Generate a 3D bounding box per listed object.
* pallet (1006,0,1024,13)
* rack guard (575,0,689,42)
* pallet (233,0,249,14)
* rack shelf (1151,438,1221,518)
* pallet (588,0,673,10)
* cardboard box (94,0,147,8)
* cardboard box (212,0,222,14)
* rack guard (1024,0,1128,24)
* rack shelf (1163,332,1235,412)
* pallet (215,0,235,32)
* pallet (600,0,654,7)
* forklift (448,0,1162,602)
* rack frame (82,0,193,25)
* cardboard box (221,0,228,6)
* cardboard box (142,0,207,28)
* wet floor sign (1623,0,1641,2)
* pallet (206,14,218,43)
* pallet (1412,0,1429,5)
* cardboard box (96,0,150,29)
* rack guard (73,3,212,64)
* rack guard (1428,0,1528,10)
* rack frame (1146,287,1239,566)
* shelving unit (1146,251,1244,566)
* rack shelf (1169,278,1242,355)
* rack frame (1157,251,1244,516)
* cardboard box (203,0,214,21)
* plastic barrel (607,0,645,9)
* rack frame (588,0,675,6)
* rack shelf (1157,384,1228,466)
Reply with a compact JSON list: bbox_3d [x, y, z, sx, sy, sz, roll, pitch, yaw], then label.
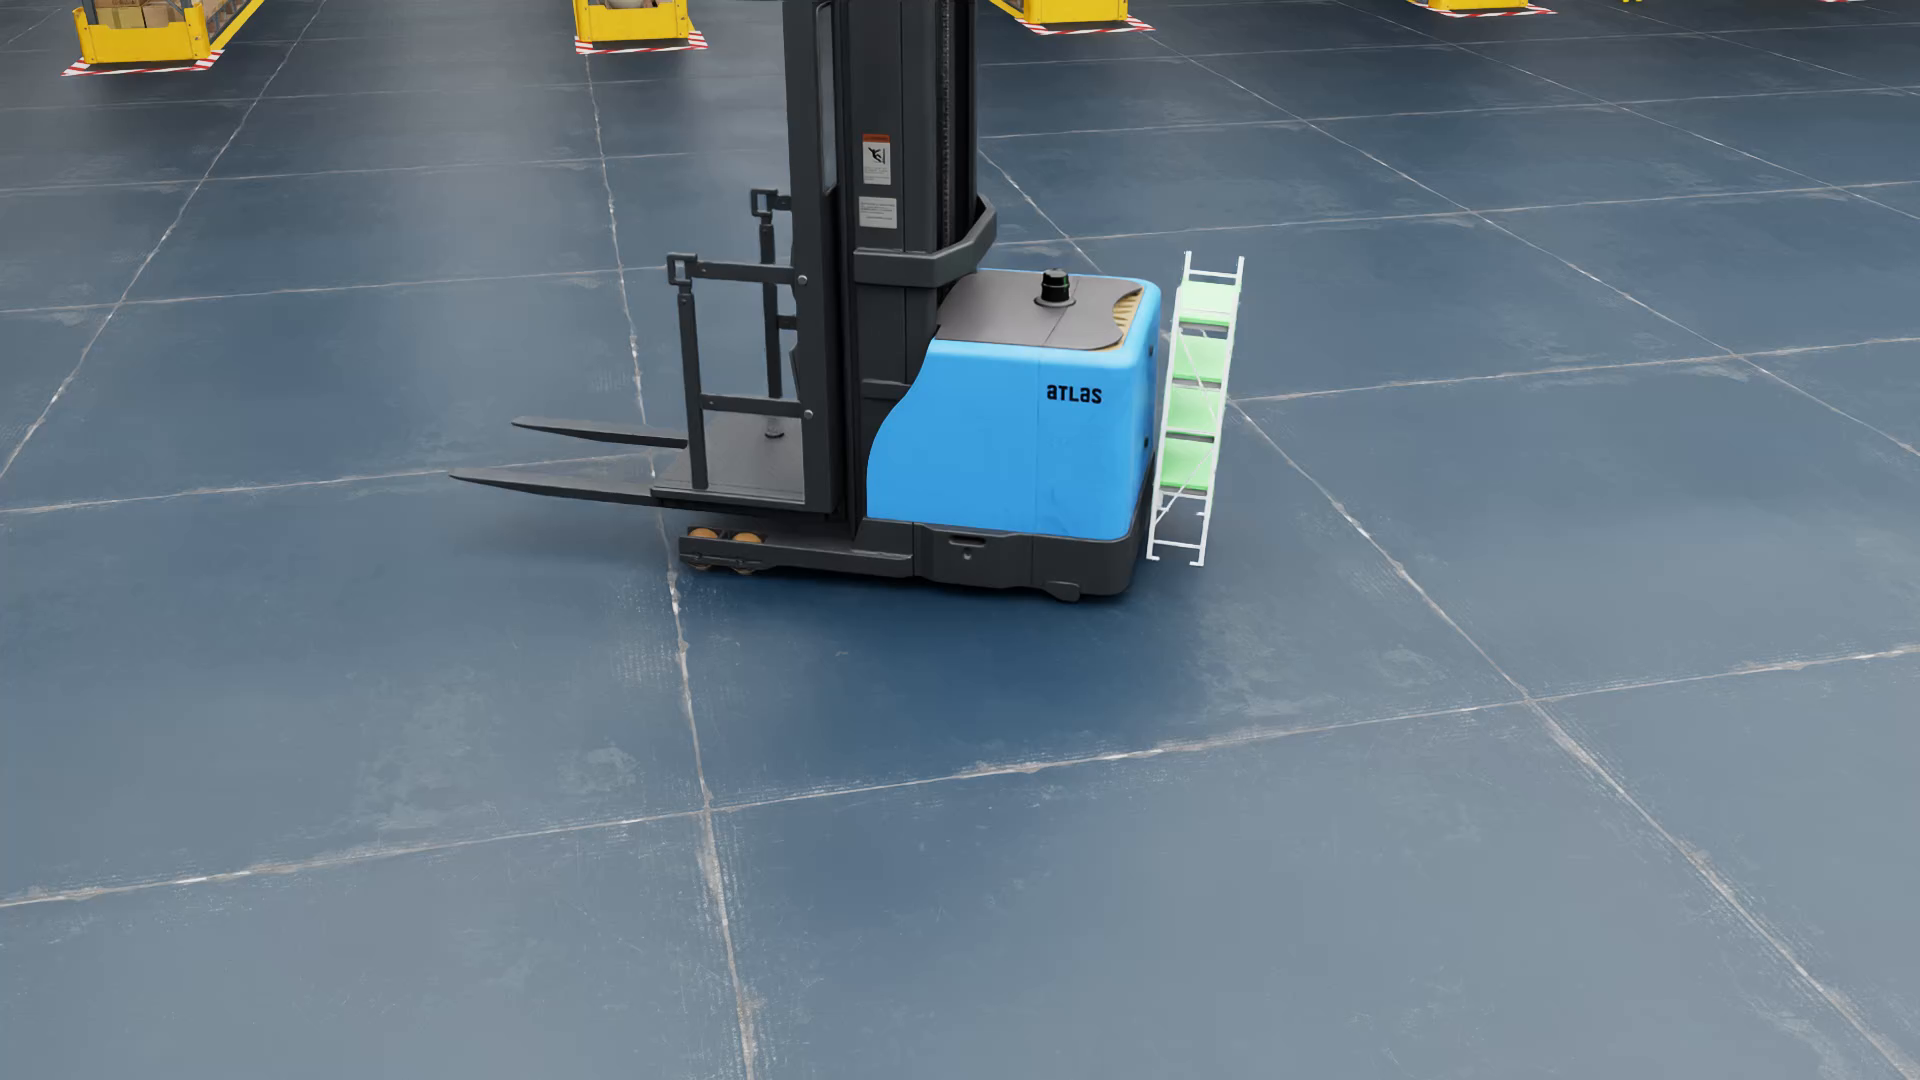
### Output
[{"bbox_3d":[1.177,-6.436,19.767,1.003,0.211,1.213,-6,27,-12],"label":"pallet"},{"bbox_3d":[-3.546,-5.697,17.982,1.175,0.500,0.348,-6,27,-12],"label":"rack guard"},{"bbox_3d":[-9.073,-6.441,19.776,1.003,0.211,1.213,-6,27,-12],"label":"pallet"},{"bbox_3d":[0.972,-0.279,7.131,0.258,0.148,0.480,8,28,9],"label":"rack shelf"},{"bbox_3d":[-3.724,-5.925,18.755,1.003,0.211,1.213,-6,27,-12],"label":"pallet"},{"bbox_3d":[-8.721,-5.783,17.131,0.500,0.500,0.500,-6,27,-12],"label":"cardboard box"},{"bbox_3d":[-8.443,-5.939,18.274,0.500,0.250,0.500,-6,27,-12],"label":"cardboard box"},{"bbox_3d":[1.325,-6.205,18.988,1.175,0.500,0.348,-6,27,-12],"label":"rack guard"},{"bbox_3d":[0.996,-0.705,6.911,0.258,0.148,0.480,8,28,9],"label":"rack shelf"},{"bbox_3d":[-8.795,-5.904,18.713,1.003,0.211,1.213,-6,27,-12],"label":"pallet"},{"bbox_3d":[-3.996,-6.460,19.814,1.003,0.211,1.213,-6,27,-12],"label":"pallet"},{"bbox_3d":[-0.706,-1.393,6.757,3.031,2.935,1.130,6,27,11],"label":"forklift"},{"bbox_3d":[-8.310,-6.283,16.369,1.000,3.000,0.127,-6,27,-12],"label":"rack frame"},{"bbox_3d":[-8.551,-6.159,18.710,0.500,0.250,0.500,-6,27,-12],"label":"cardboard box"},{"bbox_3d":[-8.214,-5.501,17.405,0.500,0.250,0.500,-6,27,-12],"label":"cardboard box"},{"bbox_3d":[8.133,-6.884,20.172,0.267,0.644,0.232,-11,29,-20],"label":"wet floor sign"},{"bbox_3d":[-8.523,-5.369,17.654,1.003,0.211,1.213,-6,27,-12],"label":"pallet"},{"bbox_3d":[5.941,-6.845,20.577,1.003,0.211,1.213,-6,27,-12],"label":"pallet"},{"bbox_3d":[-8.719,-5.448,17.301,0.500,0.250,0.500,-6,27,-12],"label":"cardboard box"},{"bbox_3d":[-8.305,-5.156,16.911,1.175,0.500,0.348,-6,27,-12],"label":"rack guard"},{"bbox_3d":[6.203,-6.620,19.811,1.175,0.500,0.348,-6,27,-12],"label":"rack guard"},{"bbox_3d":[0.940,-0.441,6.778,0.240,1.200,0.015,8,28,9],"label":"rack frame"},{"bbox_3d":[0.987,-0.549,6.992,0.258,1.200,0.503,8,28,9],"label":"shelving unit"},{"bbox_3d":[1.007,-0.918,6.801,0.258,0.148,0.480,8,28,9],"label":"rack shelf"},{"bbox_3d":[1.034,-0.657,7.206,0.240,1.200,0.015,8,28,9],"label":"rack frame"},{"bbox_3d":[-8.330,-5.720,17.839,0.500,0.250,0.500,-6,27,-12],"label":"cardboard box"},{"bbox_3d":[-3.706,-6.142,18.385,0.421,0.512,0.421,0,27,0],"label":"plastic barrel"},{"bbox_3d":[-3.483,-6.784,17.362,1.000,3.000,0.127,-6,27,-12],"label":"rack frame"},{"bbox_3d":[0.984,-0.492,7.021,0.258,0.148,0.480,8,28,9],"label":"rack shelf"}]
